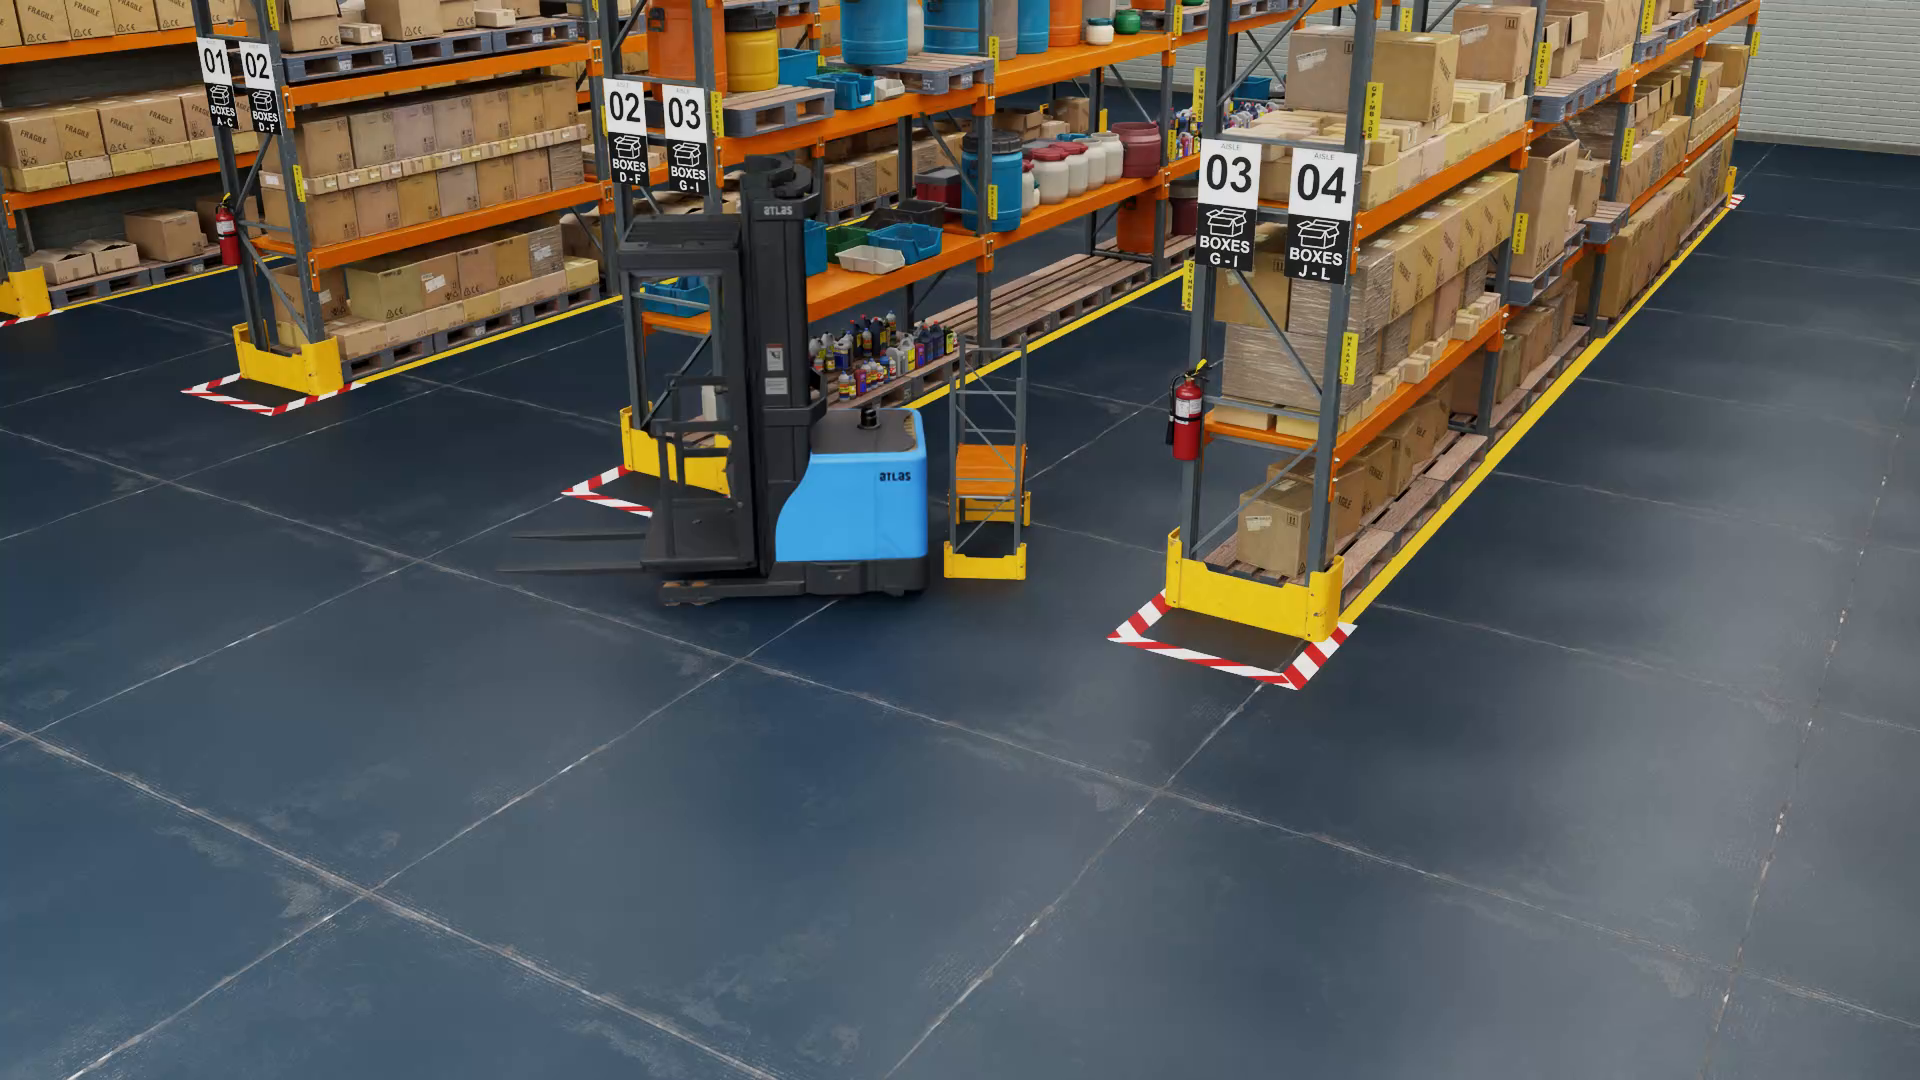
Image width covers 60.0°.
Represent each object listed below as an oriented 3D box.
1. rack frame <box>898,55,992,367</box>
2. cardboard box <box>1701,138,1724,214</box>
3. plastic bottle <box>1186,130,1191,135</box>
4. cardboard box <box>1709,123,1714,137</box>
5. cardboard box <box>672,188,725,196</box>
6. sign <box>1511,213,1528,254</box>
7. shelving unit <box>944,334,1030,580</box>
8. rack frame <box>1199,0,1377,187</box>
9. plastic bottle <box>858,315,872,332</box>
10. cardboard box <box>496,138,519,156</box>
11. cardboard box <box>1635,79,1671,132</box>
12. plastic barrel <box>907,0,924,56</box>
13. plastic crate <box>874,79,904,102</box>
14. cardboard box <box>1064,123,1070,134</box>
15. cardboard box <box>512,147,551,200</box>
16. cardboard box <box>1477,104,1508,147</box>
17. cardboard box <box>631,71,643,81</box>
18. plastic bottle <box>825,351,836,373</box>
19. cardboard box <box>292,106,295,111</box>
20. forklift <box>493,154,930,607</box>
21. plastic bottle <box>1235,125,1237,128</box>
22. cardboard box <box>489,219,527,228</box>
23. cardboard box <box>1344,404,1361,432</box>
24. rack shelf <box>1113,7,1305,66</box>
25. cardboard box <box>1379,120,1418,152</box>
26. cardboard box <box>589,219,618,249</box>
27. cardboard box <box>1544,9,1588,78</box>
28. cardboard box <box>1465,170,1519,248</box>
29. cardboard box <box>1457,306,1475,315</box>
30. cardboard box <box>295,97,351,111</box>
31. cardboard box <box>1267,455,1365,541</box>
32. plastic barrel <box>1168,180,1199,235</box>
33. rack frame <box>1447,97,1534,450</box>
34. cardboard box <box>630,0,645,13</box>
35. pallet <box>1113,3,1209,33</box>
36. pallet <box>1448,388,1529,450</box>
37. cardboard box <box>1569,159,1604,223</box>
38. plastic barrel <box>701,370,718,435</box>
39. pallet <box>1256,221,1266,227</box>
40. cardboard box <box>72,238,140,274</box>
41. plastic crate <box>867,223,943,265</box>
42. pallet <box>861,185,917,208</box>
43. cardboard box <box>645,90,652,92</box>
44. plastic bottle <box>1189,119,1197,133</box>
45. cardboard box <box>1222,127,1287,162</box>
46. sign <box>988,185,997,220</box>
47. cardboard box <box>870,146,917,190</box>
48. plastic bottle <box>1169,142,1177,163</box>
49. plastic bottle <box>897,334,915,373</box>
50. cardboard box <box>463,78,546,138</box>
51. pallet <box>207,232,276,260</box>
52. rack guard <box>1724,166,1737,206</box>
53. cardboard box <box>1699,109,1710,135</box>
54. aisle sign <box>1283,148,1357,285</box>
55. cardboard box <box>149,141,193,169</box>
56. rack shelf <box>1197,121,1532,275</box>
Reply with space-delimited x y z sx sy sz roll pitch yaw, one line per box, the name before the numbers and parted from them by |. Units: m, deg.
rack frame | -0.149 -3.231 16.273 1.000 3.000 0.127 14 27 29
cardboard box | 9.639 -4.921 22.323 0.875 0.875 0.875 14 27 29
plastic bottle | 2.741 -4.802 20.065 0.097 0.271 0.097 0 23 0
cardboard box | 9.401 -5.245 21.243 0.380 0.149 0.250 14 27 30
cardboard box | -3.312 -4.342 21.067 0.500 0.311 0.500 13 27 28
sign | 4.524 -2.479 13.447 0.100 0.325 0.005 14 27 29
shelving unit | 0.213 -0.625 12.142 0.587 1.500 1.083 2 23 4
rack frame | 1.949 -3.596 9.565 1.000 3.000 0.127 14 27 29
plastic bottle | -0.927 -2.032 16.284 0.144 0.351 0.185 15 27 30
cardboard box | -4.855 -4.134 17.417 0.380 0.149 0.250 14 27 29
cardboard box | 7.577 -4.953 18.862 0.797 0.503 0.637 14 27 30
plastic barrel | -0.543 -4.747 15.331 0.421 0.512 0.421 0 23 0
plastic crate | -0.652 -3.860 14.282 0.243 0.136 0.396 14 27 29
cardboard box | 1.607 -6.869 27.690 0.380 0.166 0.250 14 27 29
cardboard box | -4.857 -3.986 17.891 0.700 0.500 0.500 14 27 28
cardboard box | 3.756 -3.118 12.425 0.500 0.250 0.500 15 27 30
cardboard box | -5.141 -7.221 25.781 0.380 0.149 0.250 15 27 31
plastic bottle | -1.224 -1.683 15.665 0.097 0.201 0.097 0 23 0
cardboard box | -8.552 -5.367 20.427 0.500 0.500 0.500 14 27 29
forklift | -1.753 -1.101 11.439 3.031 2.935 1.130 -2 23 -4
plastic bottle | 3.448 -5.177 21.019 0.097 0.201 0.097 0 23 0
cardboard box | -5.123 -3.284 18.384 0.500 0.500 0.500 14 27 29
cardboard box | 2.450 -0.854 11.099 0.380 0.149 0.250 14 27 29
rack shelf | 3.016 -6.302 20.498 1.077 0.370 4.000 14 27 29
cardboard box | 2.742 -2.633 10.804 0.380 0.149 0.250 15 28 31
cardboard box | -3.926 -3.546 19.227 0.500 0.311 0.500 14 27 29
cardboard box | 4.887 -4.266 14.229 0.797 0.503 0.637 15 28 31
cardboard box | 4.055 -2.625 13.114 0.500 0.500 0.500 14 27 29
cardboard box | 3.872 -1.789 13.259 0.380 0.149 0.250 14 27 29
cardboard box | -8.268 -5.719 21.342 0.700 0.500 0.500 14 27 29
cardboard box | 2.579 -0.305 12.131 0.500 0.500 0.500 -20 31 -39
plastic barrel | 2.800 -4.217 21.057 0.600 0.588 0.708 14 27 29
rack frame | 4.059 -2.193 13.875 1.000 3.000 0.127 14 27 29
cardboard box | -3.735 -6.162 18.930 0.500 0.250 0.500 11 26 24
pallet | 2.447 -6.108 19.382 1.003 0.211 1.213 14 27 29
pallet | 4.468 -1.176 15.037 1.003 0.211 1.213 14 27 29
cardboard box | 5.708 -3.382 15.967 0.700 0.500 0.500 19 30 37
plastic barrel | -1.977 -1.170 14.115 0.421 0.512 0.421 0 23 0
pallet | 3.628 -4.400 22.483 1.003 0.211 1.213 14 27 29
cardboard box | -9.934 -3.332 19.337 0.500 0.311 0.500 16 28 33
plastic crate | -0.502 -2.732 15.308 0.499 0.251 0.616 14 27 29
pallet | -1.175 -4.995 23.858 1.003 0.211 1.213 14 27 29
cardboard box | -4.578 -6.967 27.080 0.750 0.750 0.750 14 27 30
plastic bottle | 3.008 -5.353 21.425 0.097 0.201 0.097 0 23 0
cardboard box | 1.830 -2.493 10.479 0.380 0.149 0.250 14 27 29
sign | 0.312 -3.239 15.943 0.100 0.325 0.005 14 27 29
cardboard box | -0.951 -5.292 23.627 0.500 0.500 0.500 13 27 27
plastic bottle | 2.464 -4.602 19.597 0.152 0.276 0.135 14 27 29
plastic bottle | -0.516 -1.766 15.669 0.144 0.351 0.185 14 27 29
cardboard box | -4.849 -4.589 17.653 0.700 0.500 0.500 14 27 29
pallet | -8.890 -3.793 21.082 1.003 0.211 1.213 14 27 29
rack guard | 10.401 -5.104 23.746 1.175 0.500 0.348 14 27 29
cardboard box | 9.016 -5.231 20.708 0.500 0.250 0.500 14 27 29
aisle sign | 2.171 -1.952 10.047 0.394 0.787 0.004 14 27 29
cardboard box | -9.344 -4.515 19.402 0.500 0.250 0.500 14 27 29
rack shelf | 3.004 -2.564 11.863 1.077 0.370 4.000 14 27 29
